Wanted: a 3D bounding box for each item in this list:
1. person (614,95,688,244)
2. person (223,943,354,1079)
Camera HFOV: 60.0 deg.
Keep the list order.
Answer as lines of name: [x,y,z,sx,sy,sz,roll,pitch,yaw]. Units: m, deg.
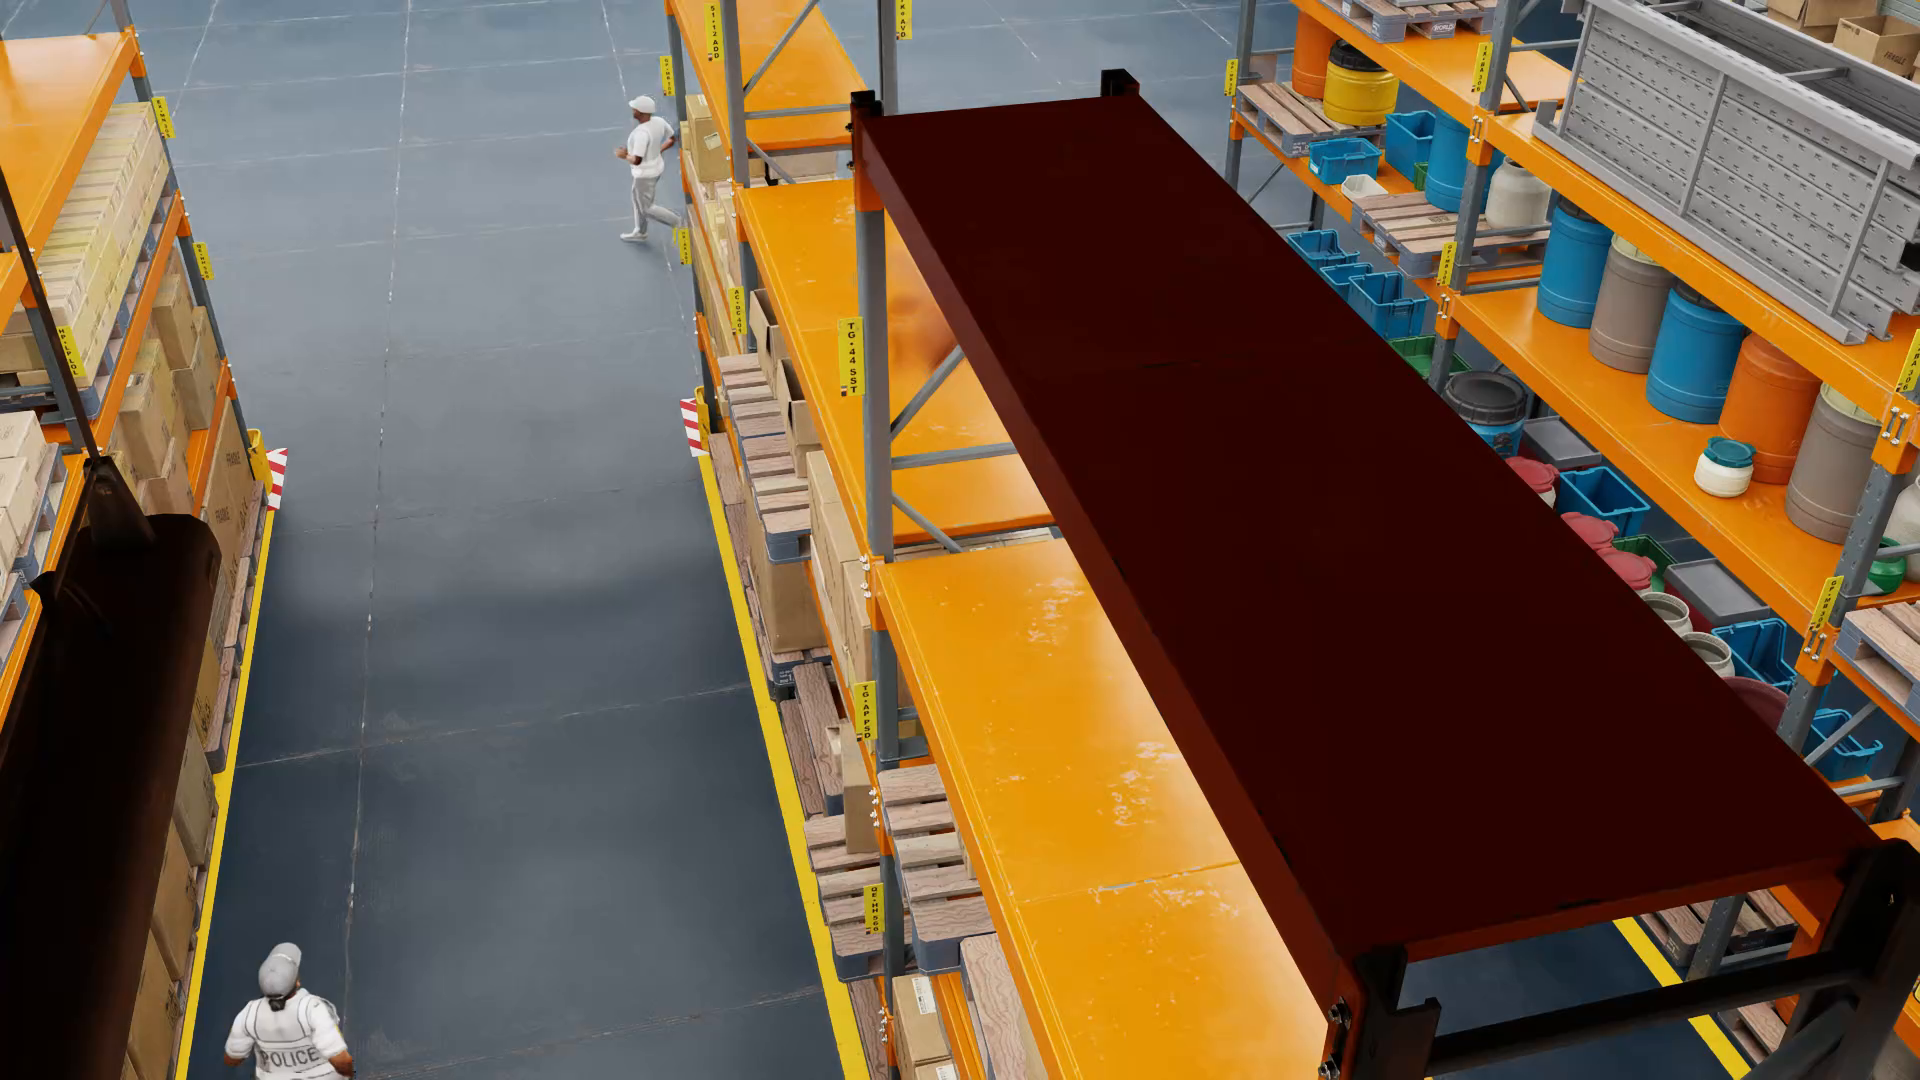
person: [-3.457,-4.098,18.524,0.916,1.746,0.714,7,35,11]
person: [-3.205,2.726,8.135,0.602,1.720,0.768,-8,35,-11]
